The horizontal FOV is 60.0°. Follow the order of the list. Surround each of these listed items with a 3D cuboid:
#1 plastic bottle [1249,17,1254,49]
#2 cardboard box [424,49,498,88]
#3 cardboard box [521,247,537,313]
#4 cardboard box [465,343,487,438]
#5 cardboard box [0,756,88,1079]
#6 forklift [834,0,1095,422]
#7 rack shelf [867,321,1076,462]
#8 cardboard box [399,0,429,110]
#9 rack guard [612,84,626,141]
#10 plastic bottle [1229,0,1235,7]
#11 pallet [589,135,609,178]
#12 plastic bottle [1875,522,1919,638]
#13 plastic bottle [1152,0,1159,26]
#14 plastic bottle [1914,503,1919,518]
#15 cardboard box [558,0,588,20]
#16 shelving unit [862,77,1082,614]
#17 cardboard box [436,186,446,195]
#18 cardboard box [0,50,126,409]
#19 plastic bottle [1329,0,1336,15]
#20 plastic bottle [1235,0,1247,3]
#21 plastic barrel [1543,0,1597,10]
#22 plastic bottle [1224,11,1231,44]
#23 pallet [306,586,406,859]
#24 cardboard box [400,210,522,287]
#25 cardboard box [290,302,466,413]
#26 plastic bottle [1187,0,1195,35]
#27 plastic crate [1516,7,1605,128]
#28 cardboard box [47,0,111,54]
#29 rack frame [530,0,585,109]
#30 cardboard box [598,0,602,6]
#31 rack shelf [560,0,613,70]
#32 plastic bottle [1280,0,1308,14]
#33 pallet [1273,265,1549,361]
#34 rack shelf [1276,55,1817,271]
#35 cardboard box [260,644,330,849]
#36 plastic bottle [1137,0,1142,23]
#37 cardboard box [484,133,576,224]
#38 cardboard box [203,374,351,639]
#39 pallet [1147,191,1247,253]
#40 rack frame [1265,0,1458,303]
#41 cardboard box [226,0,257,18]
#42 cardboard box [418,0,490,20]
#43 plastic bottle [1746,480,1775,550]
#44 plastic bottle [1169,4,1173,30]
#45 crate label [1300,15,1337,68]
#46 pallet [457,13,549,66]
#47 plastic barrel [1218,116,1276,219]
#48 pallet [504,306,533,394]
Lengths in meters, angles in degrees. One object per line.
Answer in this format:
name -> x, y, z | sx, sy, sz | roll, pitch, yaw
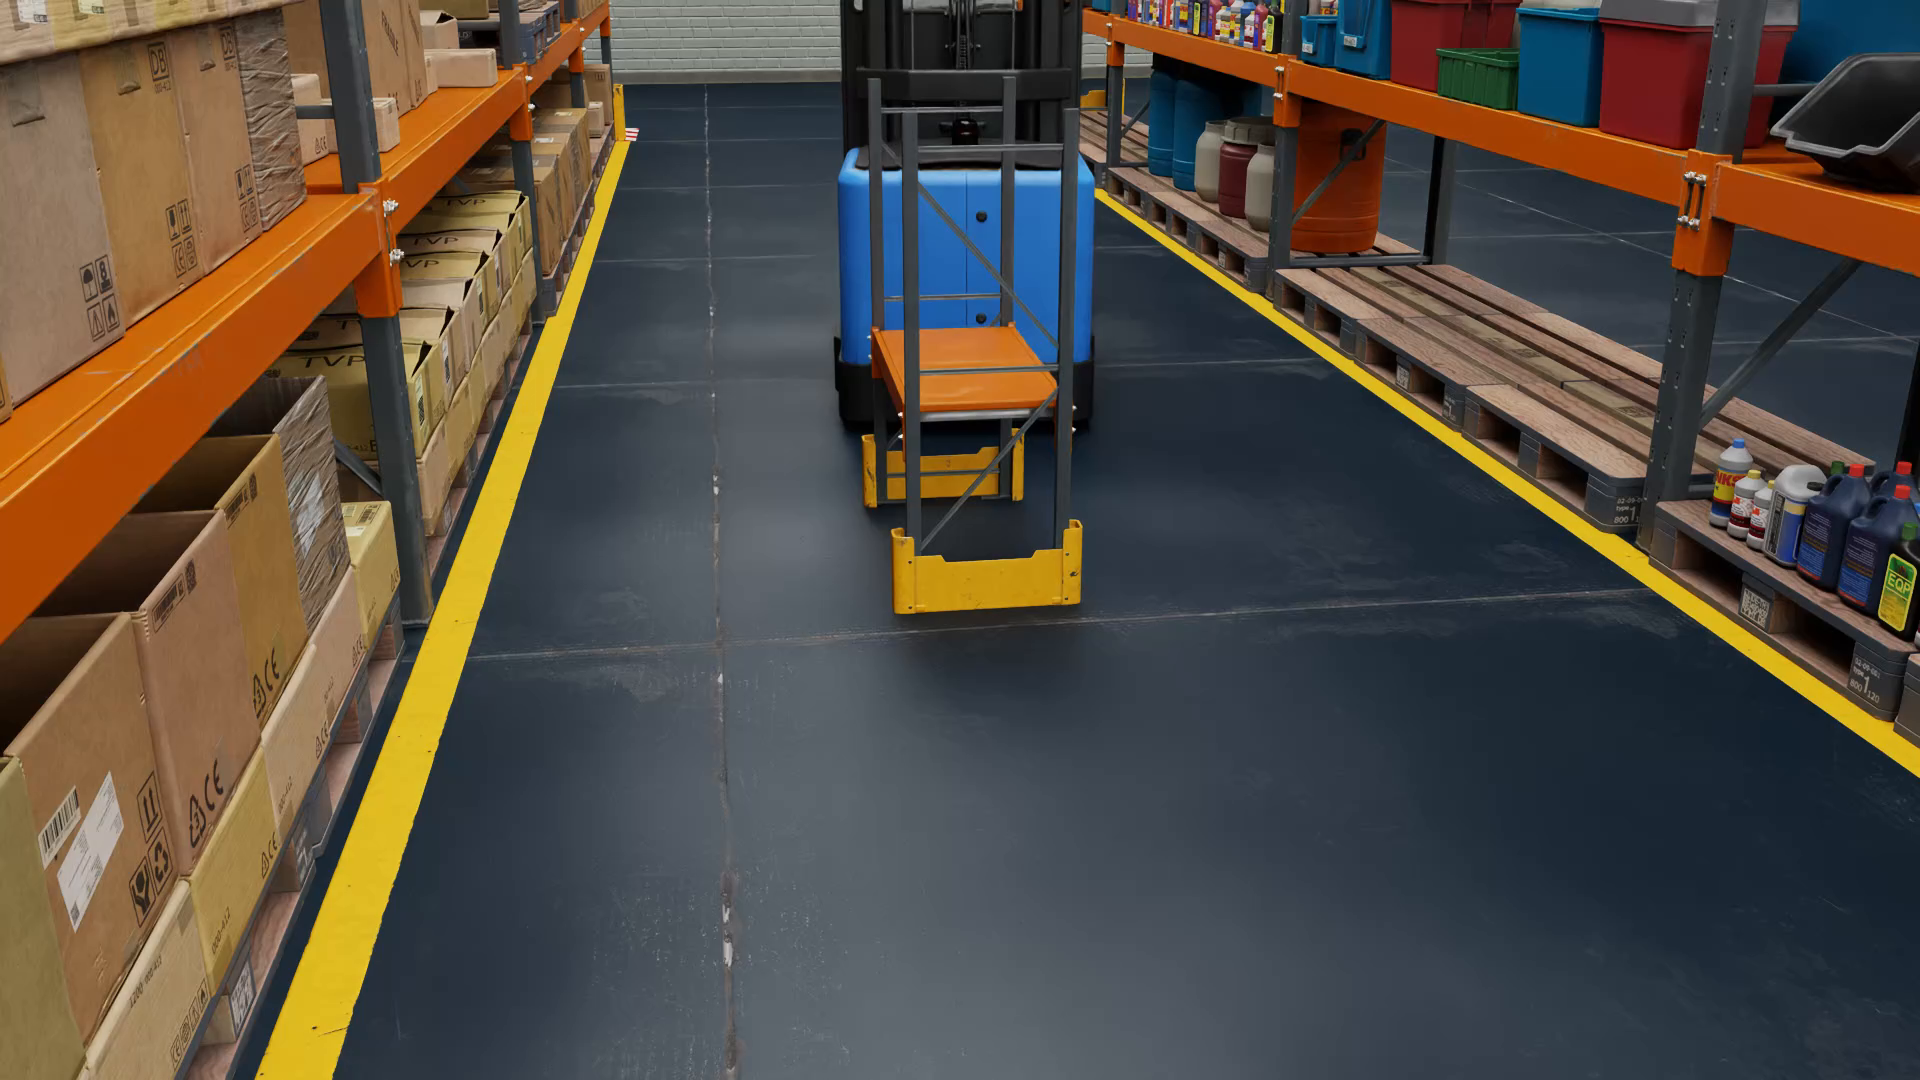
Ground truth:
plastic bottle -> 1.708, -2.918, 9.525 | 0.097, 0.201, 0.097 | 0, 20, 0
cardboard box -> -2.279, -2.108, 7.432 | 0.380, 0.149, 0.250 | -3, 21, -8
cardboard box -> -2.365, -1.262, 8.137 | 0.500, 0.250, 0.500 | -2, 21, -6
cardboard box -> -2.068, -0.555, 6.245 | 0.500, 0.250, 0.500 | -4, 21, -9
cardboard box -> -1.460, 0.617, 2.035 | 0.500, 0.500, 0.500 | -3, 21, -8
forklift -> 0.002, -2.320, 7.738 | 1.130, 2.935, 3.031 | 0, 20, -1
rack shelf -> 0.012, -0.505, 5.438 | 0.538, 0.185, 1.000 | -3, 21, -8
cardboard box -> -2.424, -1.990, 6.614 | 0.500, 0.500, 0.500 | -4, 21, -11
rack guard -> -3.824, -4.096, 15.968 | 1.175, 0.500, 0.348 | -3, 21, -8
plastic bottle -> 1.691, -3.303, 10.438 | 0.061, 0.283, 0.133 | -3, 21, -8
pallet -> -3.536, -3.263, 14.151 | 1.003, 0.211, 1.213 | -3, 21, -8
plastic bottle -> 2.512, 0.105, 4.402 | 0.061, 0.283, 0.133 | -2, 21, -5
plastic bottle -> 1.390, -3.682, 11.572 | 0.097, 0.201, 0.097 | 0, 20, 0
plastic bottle -> 2.643, 0.030, 4.620 | 0.097, 0.271, 0.097 | 0, 20, 0
cardboard box -> -3.062, -4.145, 12.384 | 0.500, 0.500, 0.500 | -2, 21, -6
shelving unit -> 0.011, -0.676, 5.383 | 0.587, 1.500, 1.083 | -3, 21, -8
cardboard box -> -3.049, -1.870, 9.380 | 0.500, 0.500, 0.500 | -2, 21, -6
cardboard box -> -1.809, -0.498, 2.620 | 0.700, 0.500, 0.500 | -2, 21, -6
plastic bottle -> 2.356, -3.286, 10.392 | 0.061, 0.283, 0.133 | -3, 21, -8
plastic bottle -> 1.984, -3.760, 11.568 | 0.144, 0.351, 0.185 | -3, 21, -8
plastic barrel -> 2.708, -2.197, 7.116 | 0.433, 0.535, 0.433 | 0, 20, 0
plastic bottle -> 1.638, -3.086, 9.977 | 0.097, 0.201, 0.097 | 0, 20, 0
pallet -> -2.032, 0.445, 4.221 | 1.003, 0.211, 1.213 | -3, 21, -8
cardboard box -> -2.281, -1.346, 7.561 | 0.500, 0.311, 0.500 | -3, 21, -9
cardboard box -> -1.985, -0.639, 5.667 | 0.500, 0.311, 0.500 | -3, 21, -8
plastic bottle -> 1.548, -3.430, 10.684 | 0.144, 0.351, 0.185 | -3, 21, -8
plastic crate -> 2.330, -1.745, 6.125 | 0.392, 0.384, 0.575 | -3, 21, -8
cardboard box -> -1.631, -0.874, 2.699 | 0.380, 0.149, 0.250 | -2, 21, -6
rack frame -> -3.258, -3.908, 11.893 | 1.000, 3.000, 0.127 | -3, 21, -8
cardboard box -> -3.356, -4.846, 14.261 | 0.500, 0.500, 0.500 | -3, 21, -7
rack shelf -> -3.547, -4.264, 13.872 | 1.077, 0.370, 4.000 | -3, 21, -8
plastic bottle -> 2.128, -3.396, 10.592 | 0.144, 0.351, 0.185 | -3, 21, -8
pallet -> 2.294, -1.195, 8.614 | 1.003, 0.211, 1.213 | -3, 21, -8
rack shelf -> 2.509, -1.742, 7.122 | 1.077, 0.370, 4.000 | -3, 21, -8
cardboard box -> -1.673, 0.449, 3.557 | 0.500, 0.250, 0.500 | -3, 21, -8
plastic bottle -> 1.328, -3.830, 11.967 | 0.097, 0.201, 0.097 | 0, 20, 0
cardboard box -> -2.693, -2.266, 10.439 | 0.500, 0.500, 0.500 | -4, 21, -10
cardboard box -> -1.762, -0.075, 3.887 | 0.500, 0.500, 0.500 | -3, 21, -8
pallet -> 1.893, -2.158, 11.192 | 1.003, 0.211, 1.213 | -3, 21, -8
rack frame -> 2.220, -2.772, 8.850 | 1.000, 3.000, 0.127 | -3, 21, -8
cardboard box -> -1.780, -1.229, 3.650 | 0.380, 0.149, 0.250 | -4, 21, -9
cardboard box -> -2.884, -2.979, 8.662 | 0.700, 0.500, 0.500 | -10, 23, -26
plastic bottle -> 2.438, -0.079, 5.011 | 0.097, 0.201, 0.097 | 0, 20, 0
plastic bottle -> 1.457, -3.522, 11.143 | 0.097, 0.201, 0.097 | 0, 20, 0
crate label -> 1.910, -2.528, 8.438 | 0.303, 0.233, 0.416 | -3, 21, -8
pallet -> -2.849, -2.664, 8.837 | 1.213, 0.211, 1.003 | -3, 21, -8
plastic barrel -> 1.970, -2.398, 10.696 | 0.600, 0.588, 0.708 | -3, 21, -8
pallet -> -2.602, -0.930, 7.904 | 1.003, 0.211, 1.213 | -3, 21, -8
